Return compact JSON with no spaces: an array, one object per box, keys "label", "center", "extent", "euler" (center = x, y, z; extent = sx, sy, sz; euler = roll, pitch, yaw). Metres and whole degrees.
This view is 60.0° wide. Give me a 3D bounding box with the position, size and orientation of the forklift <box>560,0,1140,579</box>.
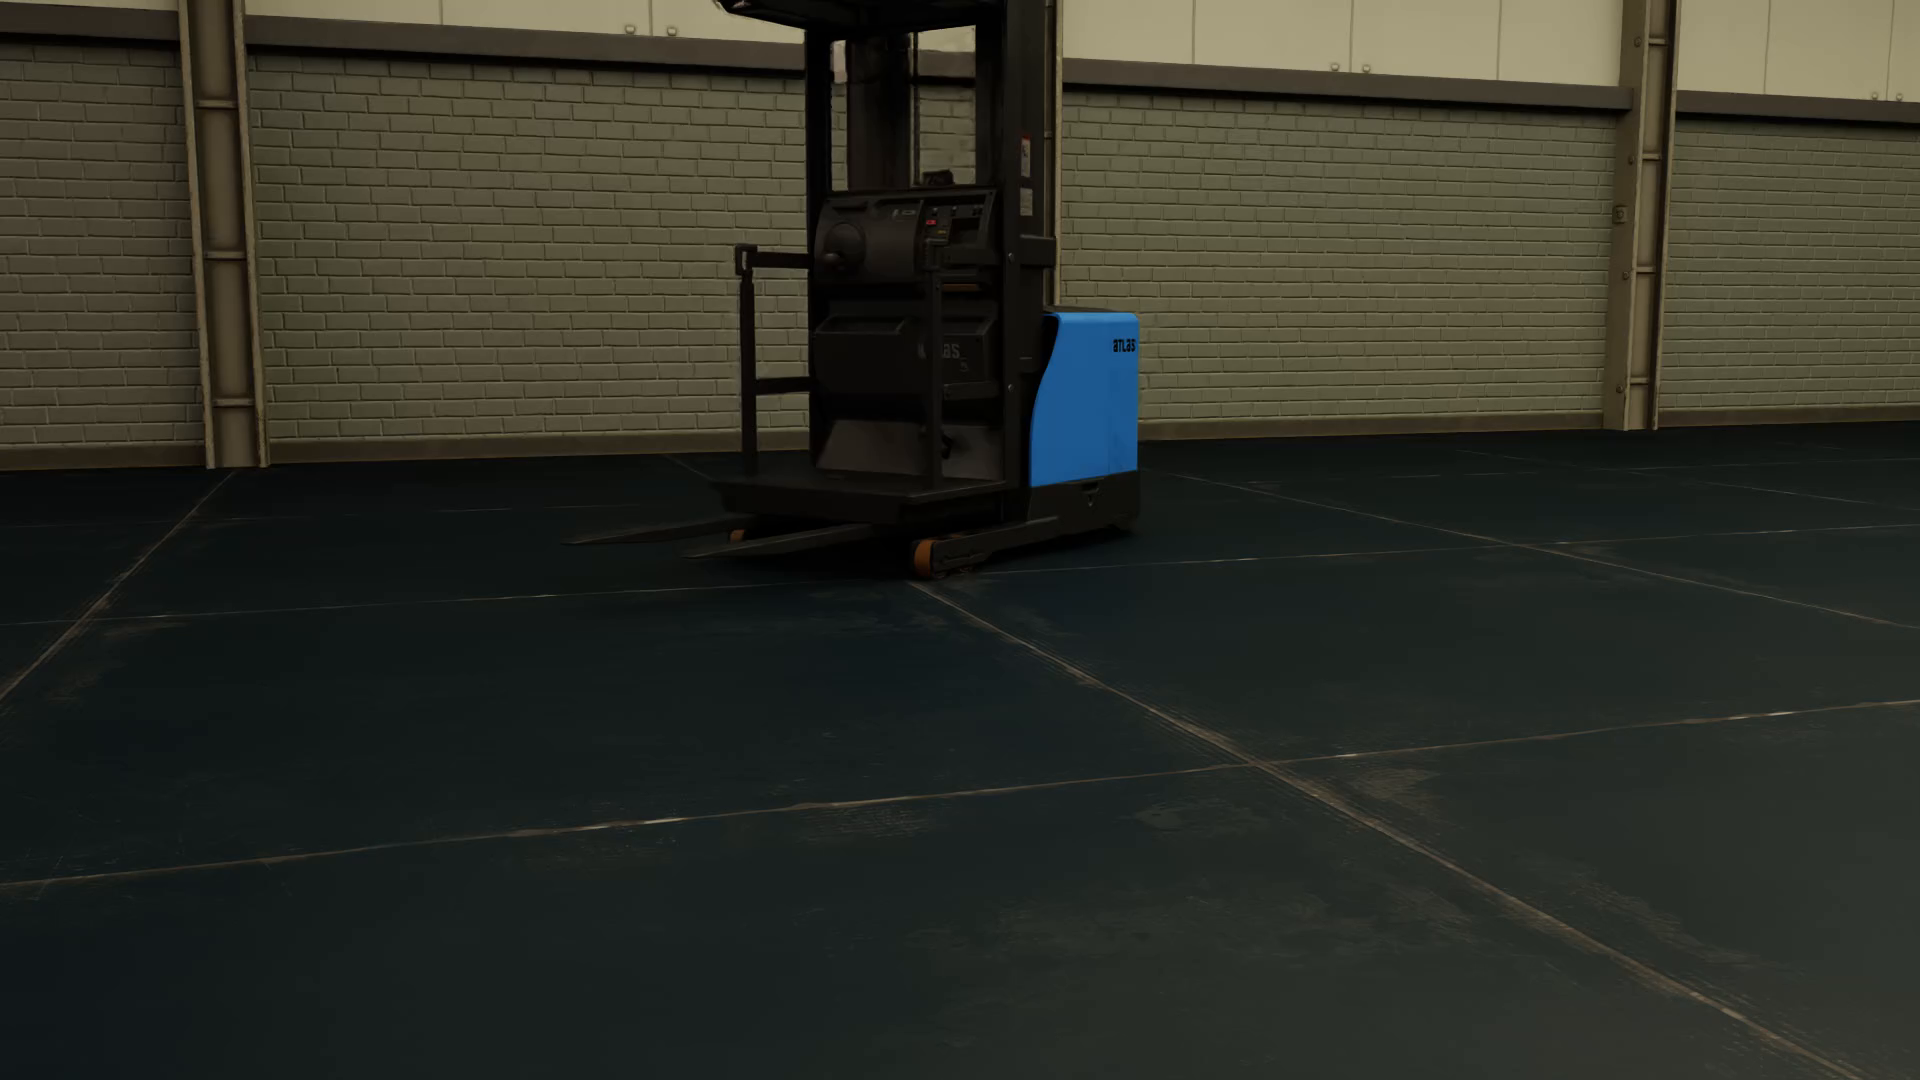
[{"label":"forklift","center":[-0.364,-1.365,7.082],"extent":[1.130,2.935,3.031],"euler":[5,9,34]}]
